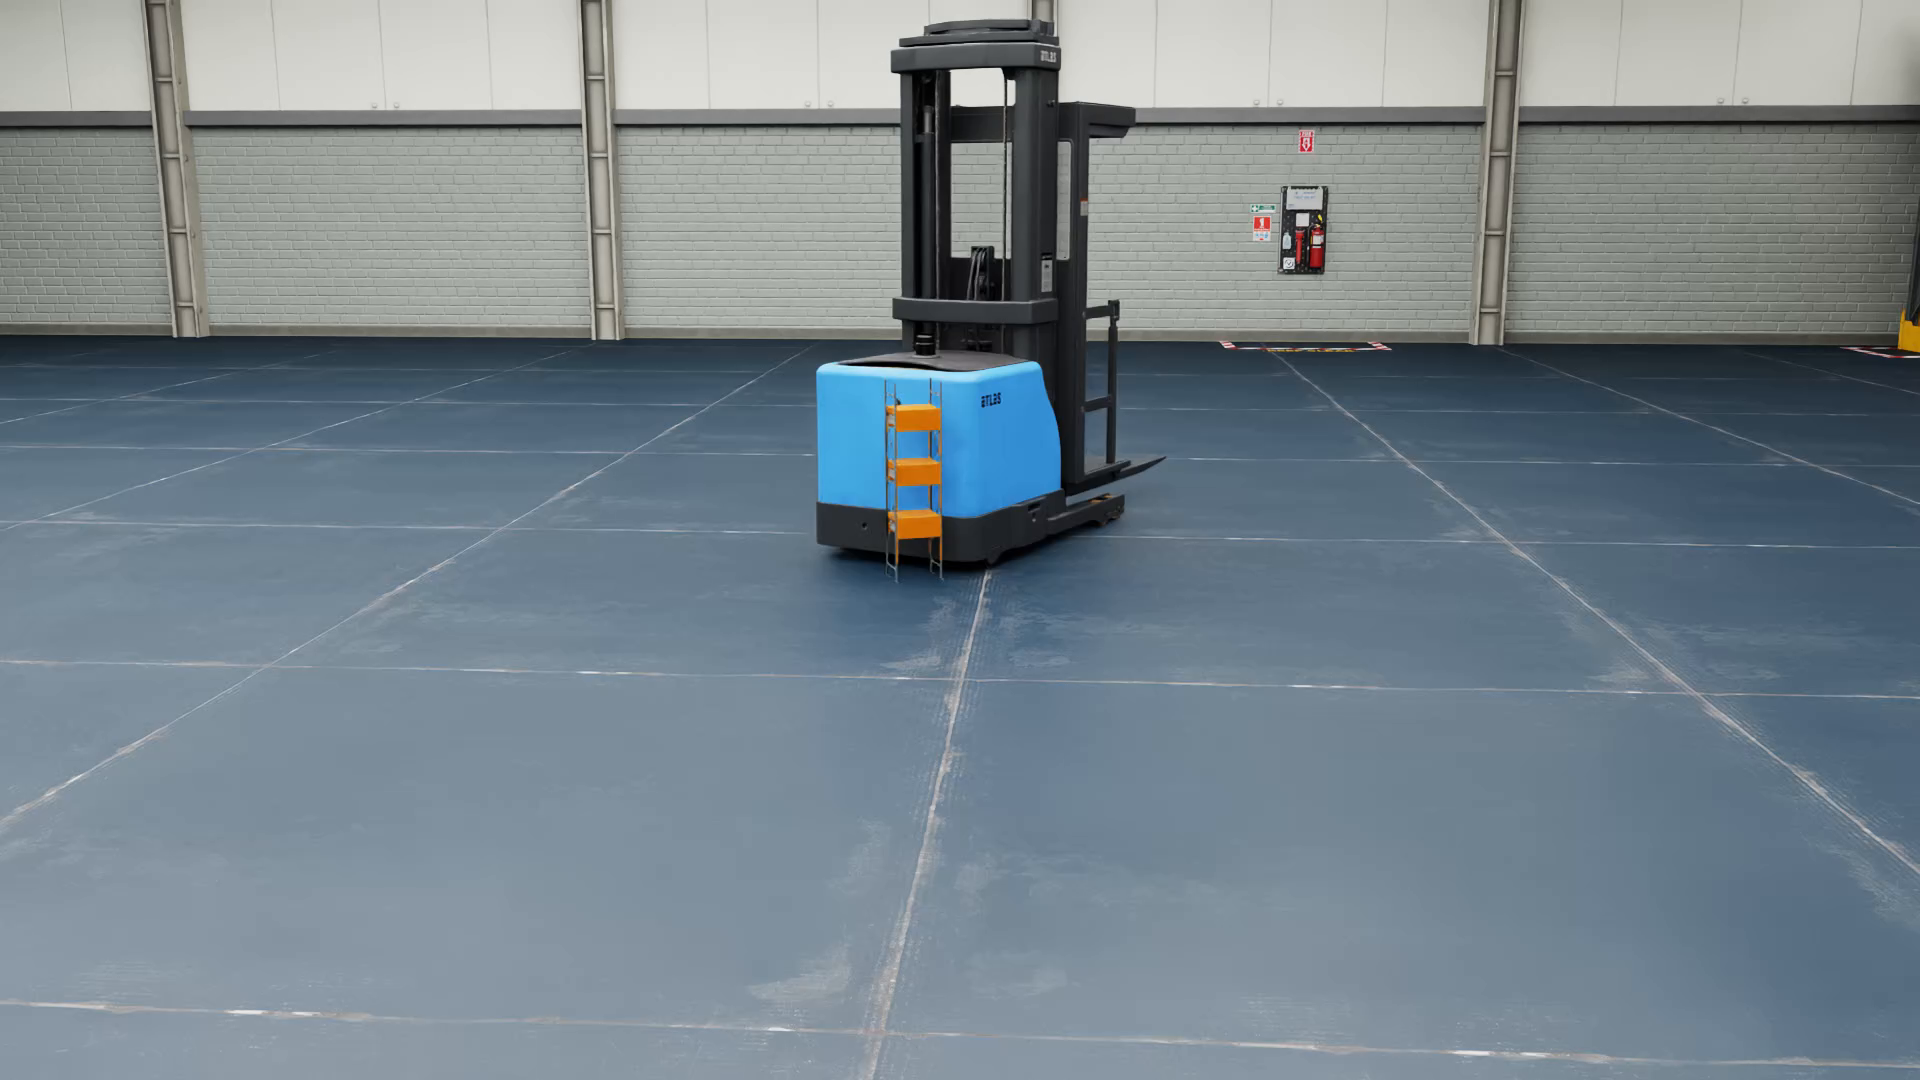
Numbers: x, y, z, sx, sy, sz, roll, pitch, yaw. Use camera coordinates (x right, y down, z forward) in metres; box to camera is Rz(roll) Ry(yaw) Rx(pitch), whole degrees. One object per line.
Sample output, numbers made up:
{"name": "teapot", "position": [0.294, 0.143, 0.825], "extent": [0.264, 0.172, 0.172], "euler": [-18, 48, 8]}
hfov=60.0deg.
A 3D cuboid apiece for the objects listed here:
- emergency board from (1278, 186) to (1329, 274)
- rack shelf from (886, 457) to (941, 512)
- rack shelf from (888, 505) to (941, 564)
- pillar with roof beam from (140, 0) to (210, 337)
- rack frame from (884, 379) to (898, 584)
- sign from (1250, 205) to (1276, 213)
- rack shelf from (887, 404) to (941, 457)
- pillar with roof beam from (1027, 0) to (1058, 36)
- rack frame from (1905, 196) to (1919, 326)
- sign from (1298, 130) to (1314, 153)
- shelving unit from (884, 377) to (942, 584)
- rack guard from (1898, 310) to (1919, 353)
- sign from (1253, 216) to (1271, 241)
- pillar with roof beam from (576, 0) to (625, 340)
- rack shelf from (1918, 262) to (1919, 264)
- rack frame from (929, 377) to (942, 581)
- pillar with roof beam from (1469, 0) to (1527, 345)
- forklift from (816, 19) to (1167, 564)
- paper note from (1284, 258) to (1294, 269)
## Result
{"name": "emergency board", "position": [4.614, -4.149, 22.278], "extent": [0.643, 1.169, 0.194], "euler": [1, 12, 4]}
{"name": "rack shelf", "position": [-0.244, -0.302, 8.696], "extent": [0.240, 0.259, 0.215], "euler": [-4, 12, -18]}
{"name": "rack shelf", "position": [-0.244, -0.030, 8.754], "extent": [0.240, 0.259, 0.215], "euler": [-4, 12, -18]}
{"name": "pillar with roof beam", "position": [-11.170, -6.411, 18.438], "extent": [0.400, 9.000, 9.100], "euler": [1, 12, 4]}
{"name": "rack frame", "position": [-0.360, -0.304, 8.658], "extent": [0.008, 1.050, 0.200], "euler": [-4, 12, -18]}
{"name": "sign", "position": [4.073, -4.453, 22.348], "extent": [0.331, 0.109, 0.001], "euler": [1, 12, 4]}
{"name": "rack shelf", "position": [-0.244, -0.579, 8.638], "extent": [0.240, 0.259, 0.215], "euler": [-4, 12, -18]}
{"name": "pillar with roof beam", "position": [0.803, -6.247, 17.653], "extent": [0.400, 9.000, 9.100], "euler": [1, 12, 4]}
{"name": "rack frame", "position": [12.307, -3.858, 20.888], "extent": [0.127, 3.000, 1.000], "euler": [1, 12, 4]}
{"name": "sign", "position": [4.612, -5.304, 22.138], "extent": [0.199, 0.298, 0.001], "euler": [1, 12, 4]}
{"name": "shelving unit", "position": [-0.244, -0.312, 8.694], "extent": [0.252, 1.050, 0.215], "euler": [-4, 12, -18]}
{"name": "rack guard", "position": [12.383, -2.634, 21.139], "extent": [0.348, 0.500, 1.175], "euler": [1, 12, 4]}
{"name": "sign", "position": [4.069, -4.195, 22.411], "extent": [0.234, 0.329, 0.001], "euler": [1, 12, 4]}
{"name": "pillar with roof beam", "position": [-5.184, -6.329, 18.045], "extent": [0.400, 9.000, 9.100], "euler": [1, 12, 4]}
{"name": "rack shelf", "position": [14.303, -3.479, 20.830], "extent": [4.000, 0.370, 1.077], "euler": [1, 12, 4]}
{"name": "rack frame", "position": [-0.128, -0.320, 8.731], "extent": [0.008, 1.050, 0.200], "euler": [-4, 12, -18]}
{"name": "pillar with roof beam", "position": [6.789, -6.165, 17.260], "extent": [0.400, 9.000, 9.100], "euler": [1, 12, 4]}
{"name": "forklift", "position": [0.371, -1.560, 10.067], "extent": [1.130, 2.935, 3.031], "euler": [7, 14, 30]}
{"name": "paper note", "position": [4.442, -3.735, 22.447], "extent": [0.142, 0.148, 0.016], "euler": [1, 12, 4]}
